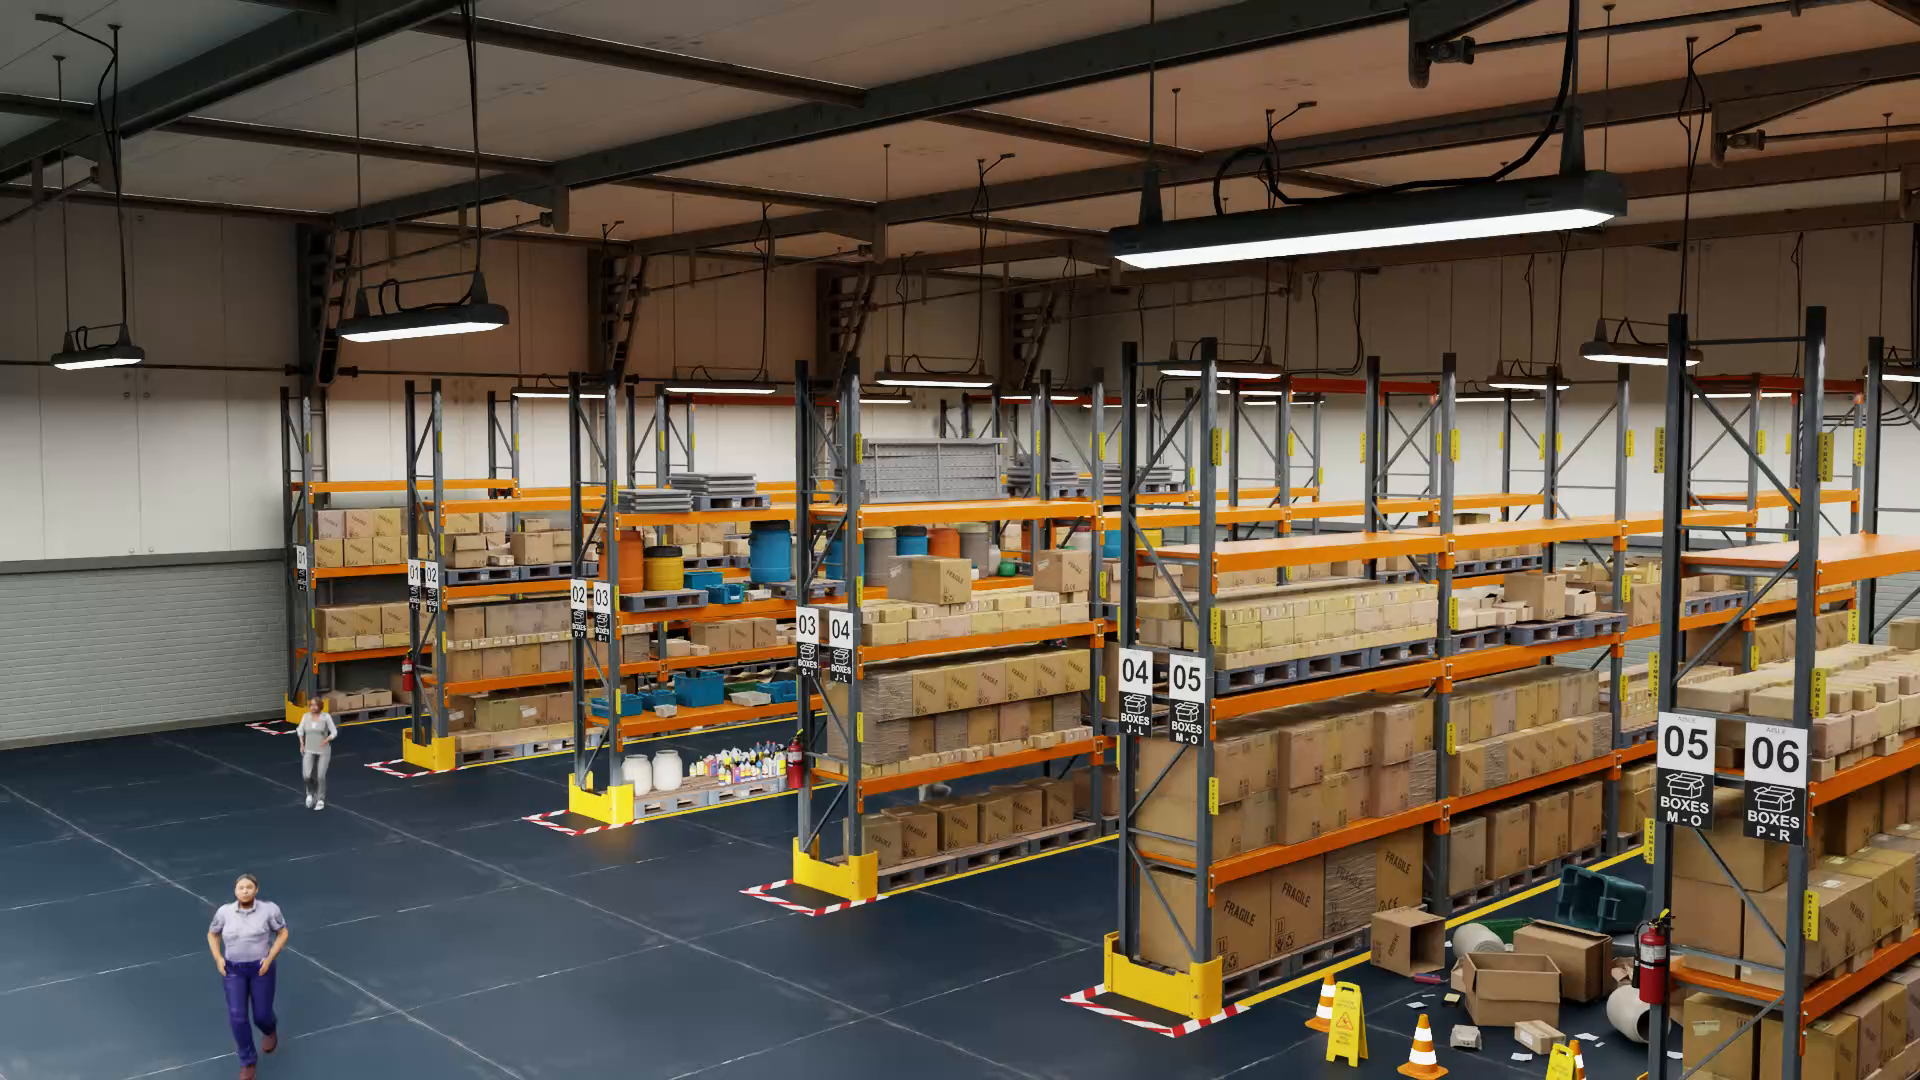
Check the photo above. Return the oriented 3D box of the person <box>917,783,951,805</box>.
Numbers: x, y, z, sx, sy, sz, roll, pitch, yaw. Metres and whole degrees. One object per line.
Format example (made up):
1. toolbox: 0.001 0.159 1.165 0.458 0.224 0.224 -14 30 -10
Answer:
1. person: -0.374 2.891 21.916 0.709 1.749 0.945 3 5 38

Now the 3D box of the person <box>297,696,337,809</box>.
1. person: -8.807 2.922 22.755 0.543 1.570 0.575 -1 4 -12

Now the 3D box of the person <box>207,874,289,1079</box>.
1. person: -5.771 3.508 13.485 0.614 1.619 0.639 -1 4 -16
